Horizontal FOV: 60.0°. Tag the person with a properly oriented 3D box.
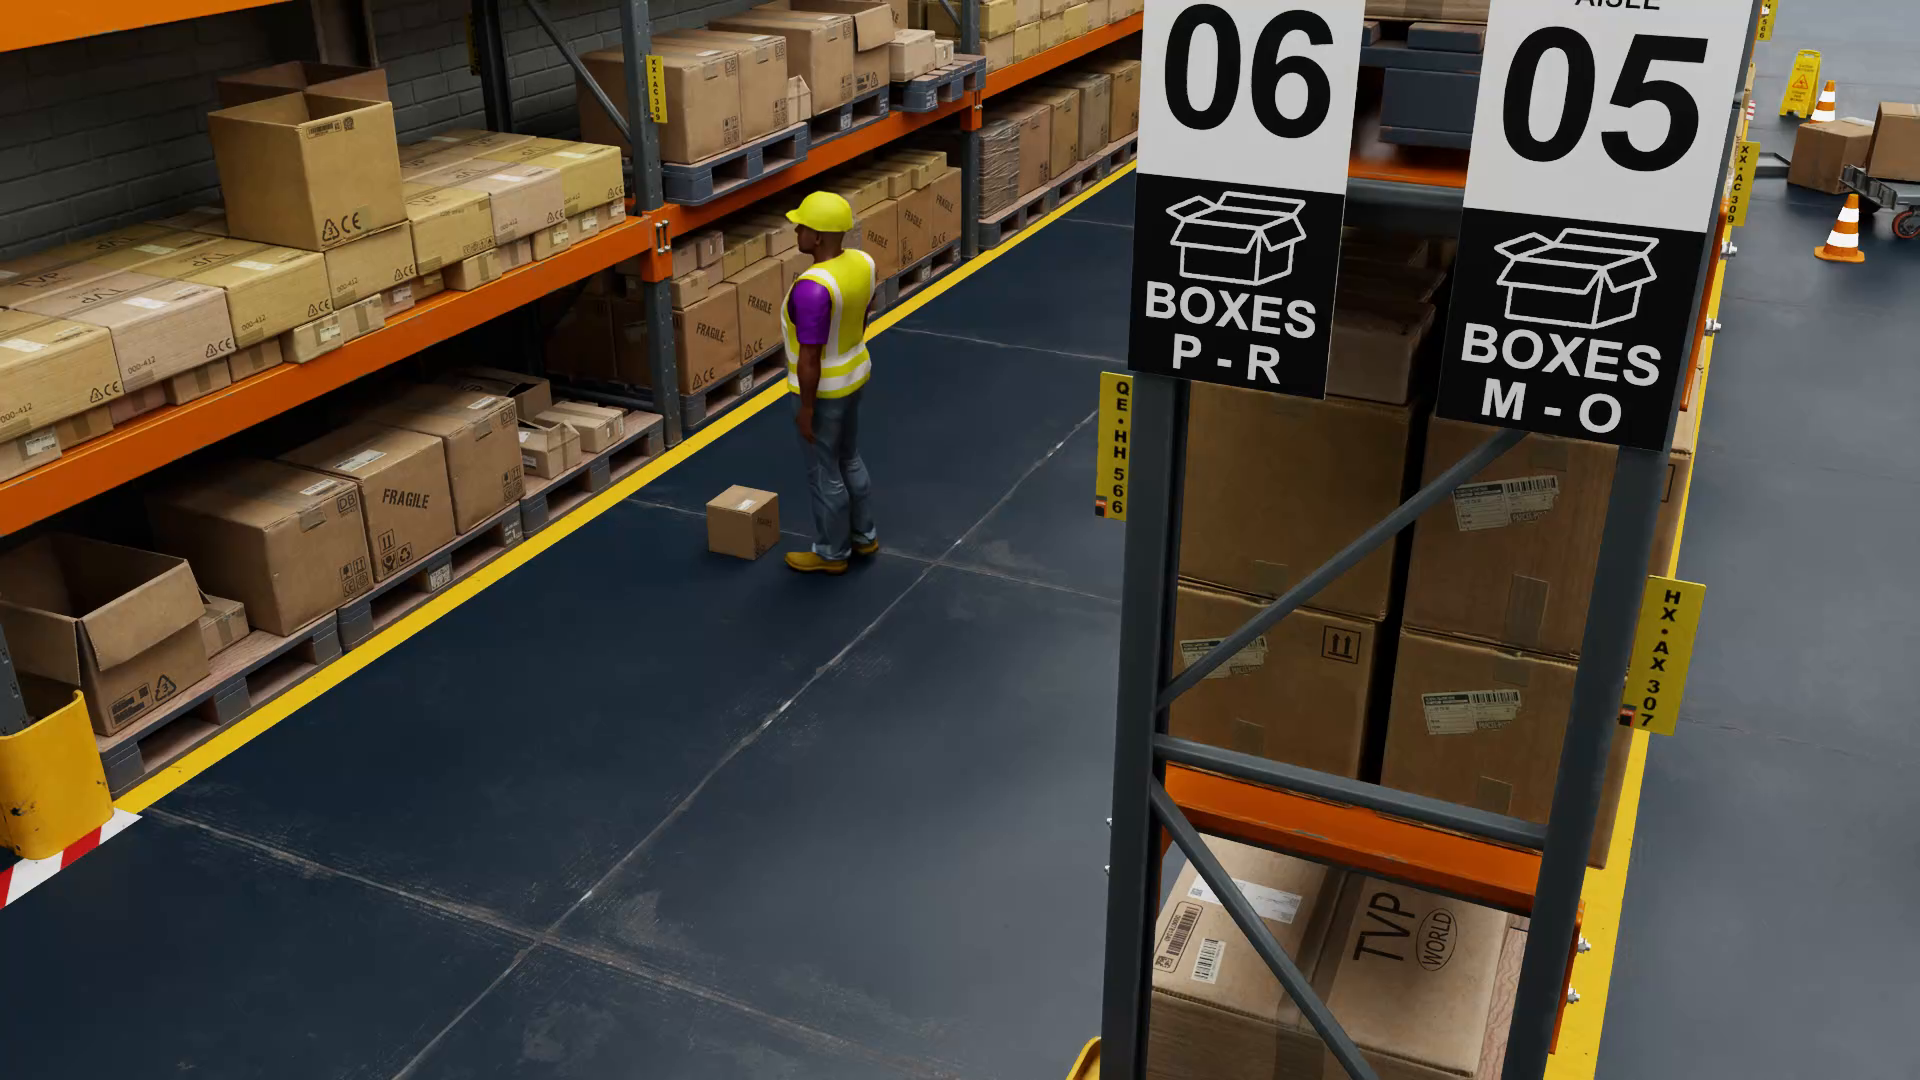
[{"bbox_3d":[-0.603,-0.678,7.473,0.378,1.794,0.587,11,28,22],"label":"person"}]
